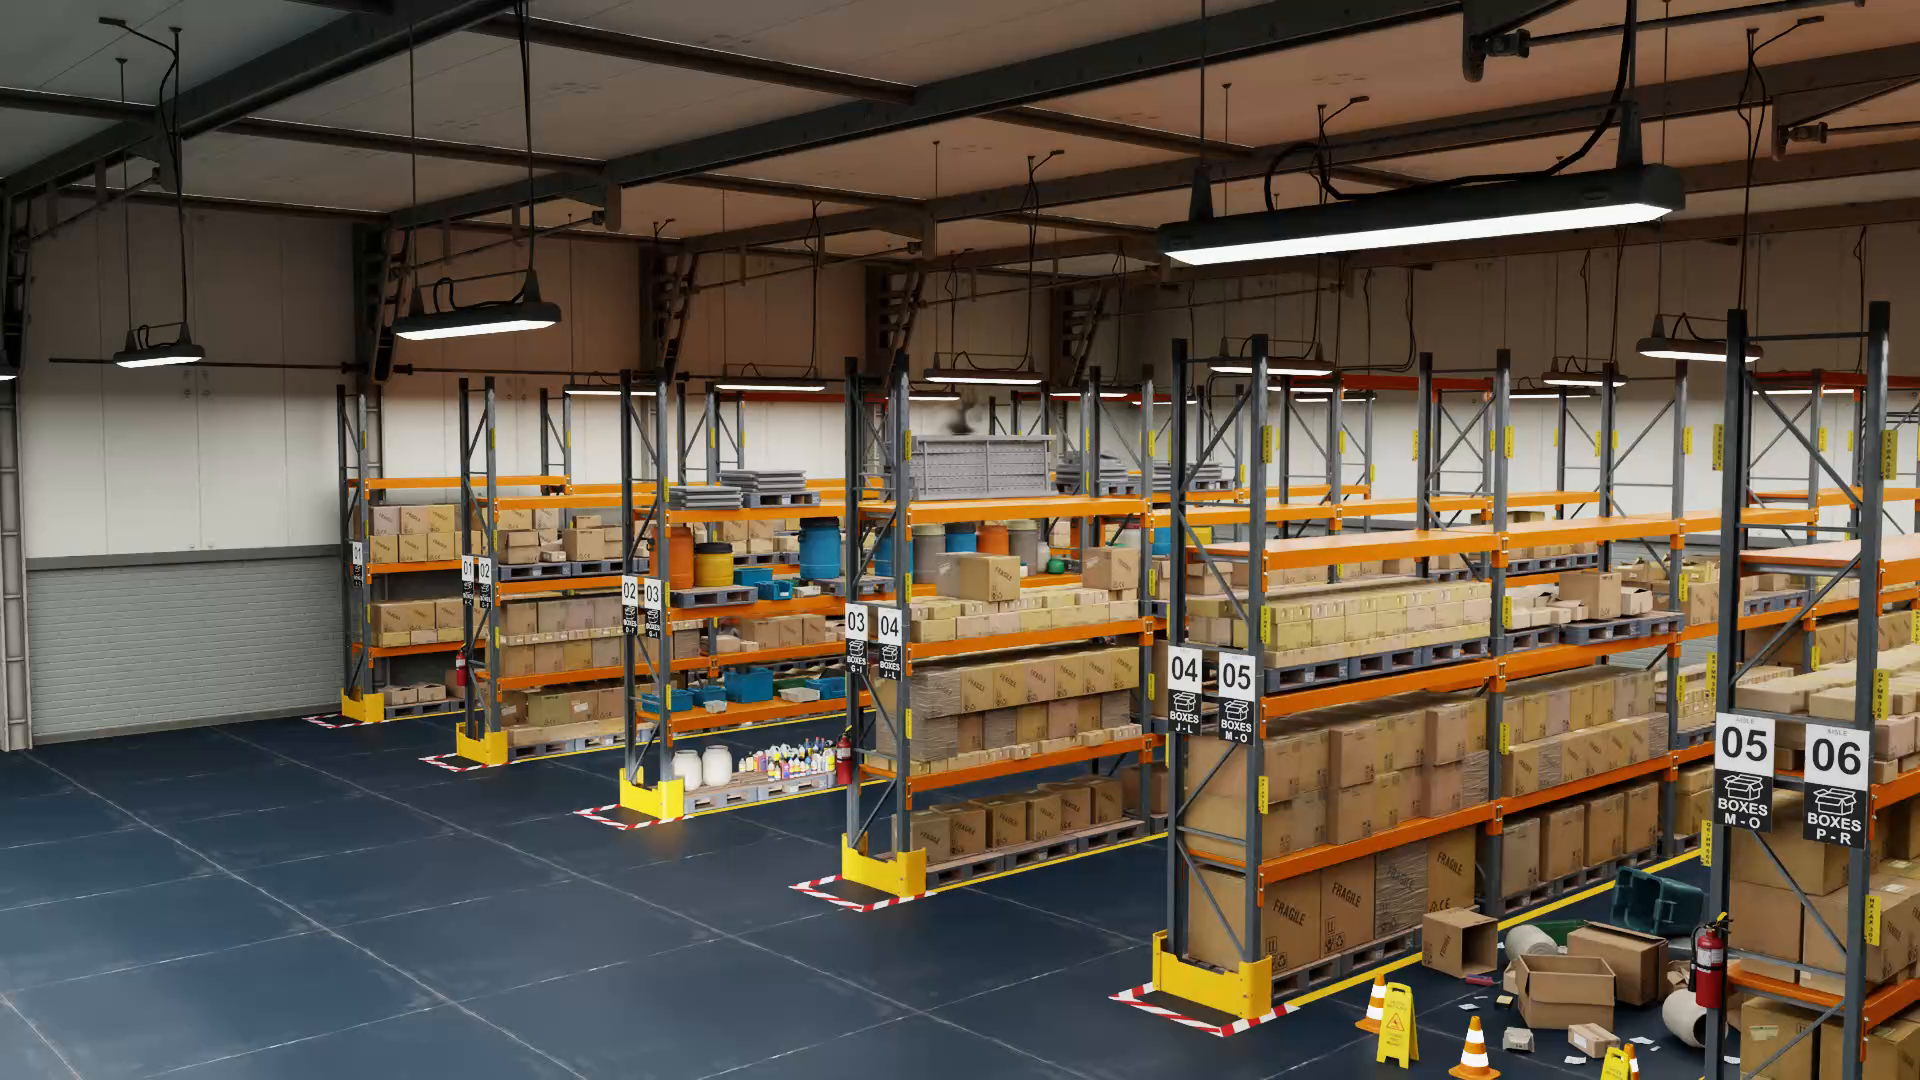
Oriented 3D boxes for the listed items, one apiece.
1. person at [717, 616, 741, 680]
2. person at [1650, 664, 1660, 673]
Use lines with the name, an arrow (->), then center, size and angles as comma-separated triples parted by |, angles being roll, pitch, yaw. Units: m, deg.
person -> -4.426, 2.234, 31.201 | 0.660, 1.713, 0.955 | 3, 5, 38
person -> 10.237, 2.694, 24.510 | 0.672, 1.754, 0.707 | -3, 5, -35
